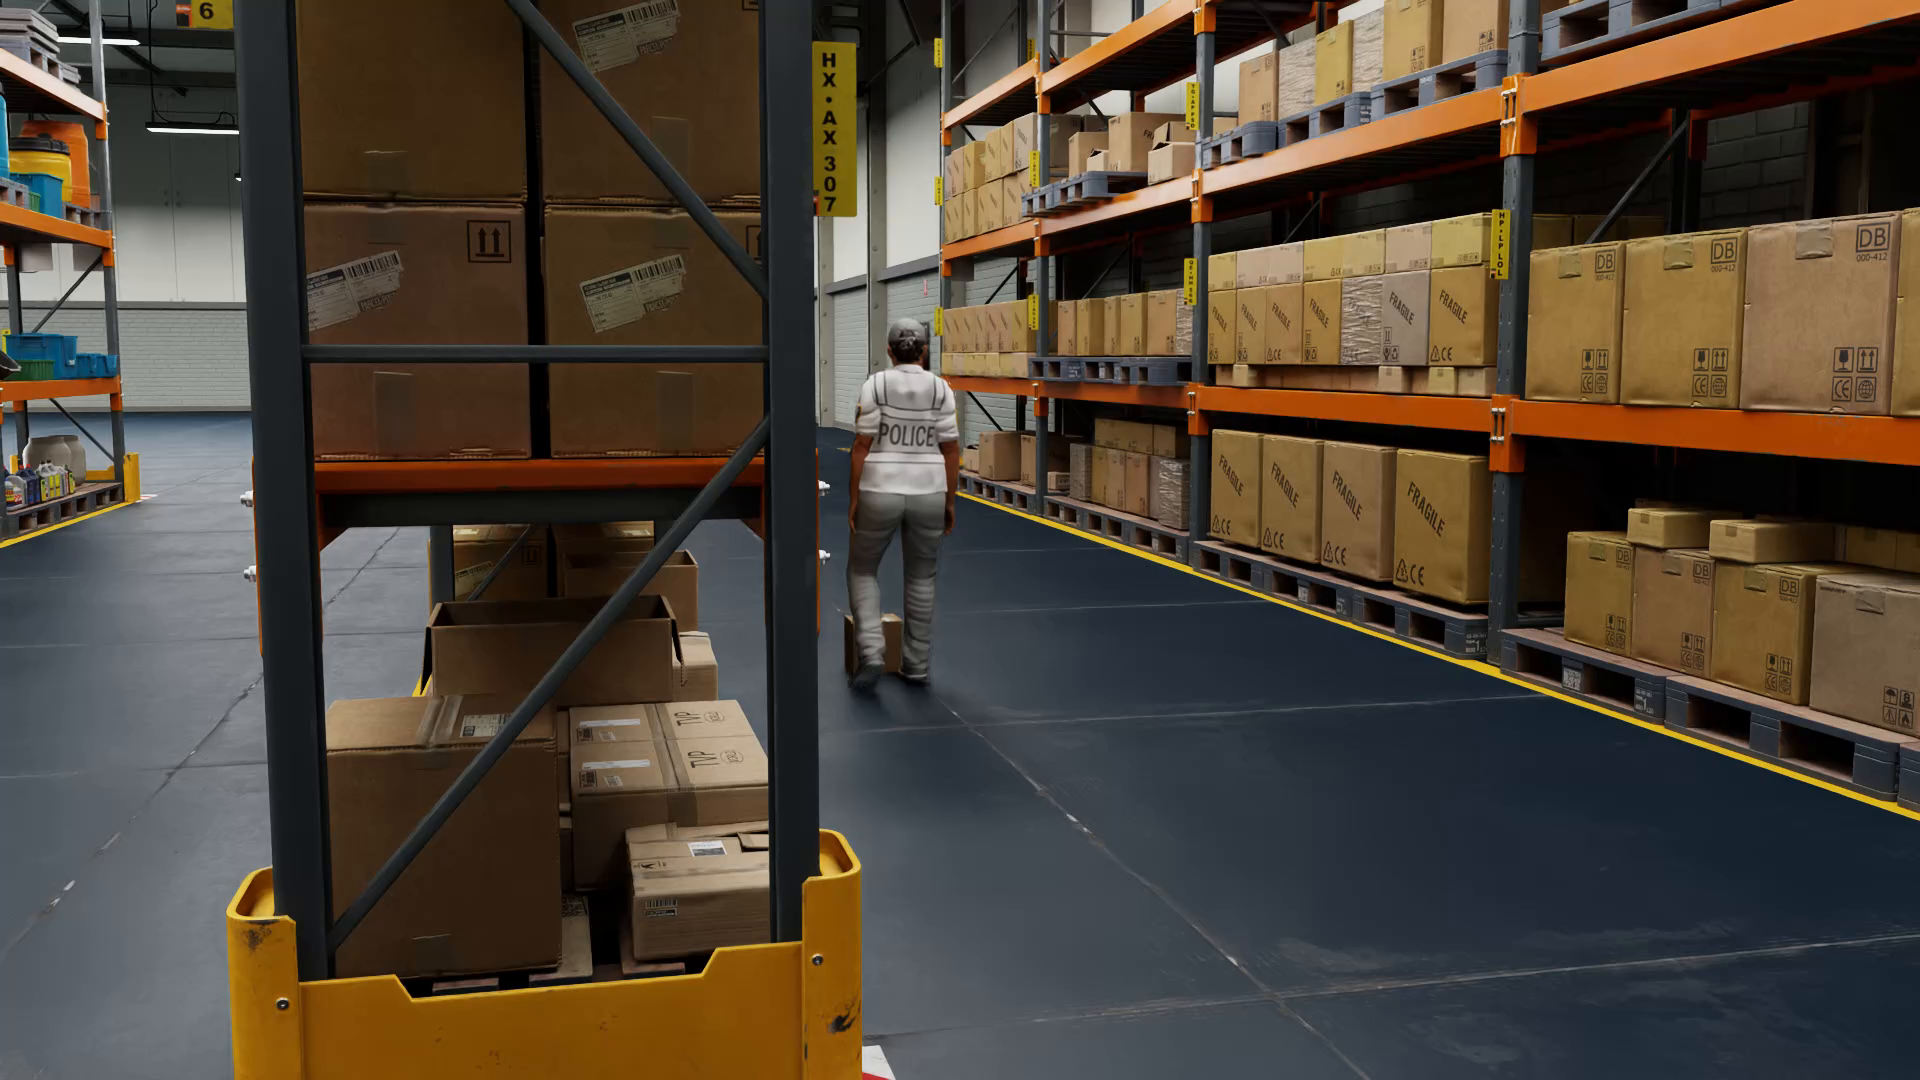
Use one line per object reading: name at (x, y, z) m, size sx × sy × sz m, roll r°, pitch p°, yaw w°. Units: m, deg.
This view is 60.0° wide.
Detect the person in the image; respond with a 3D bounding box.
person at (-0.273, -0.158, 7.574) m, size 0.508 × 1.696 × 0.486 m, roll -2°, pitch 6°, yaw -14°
